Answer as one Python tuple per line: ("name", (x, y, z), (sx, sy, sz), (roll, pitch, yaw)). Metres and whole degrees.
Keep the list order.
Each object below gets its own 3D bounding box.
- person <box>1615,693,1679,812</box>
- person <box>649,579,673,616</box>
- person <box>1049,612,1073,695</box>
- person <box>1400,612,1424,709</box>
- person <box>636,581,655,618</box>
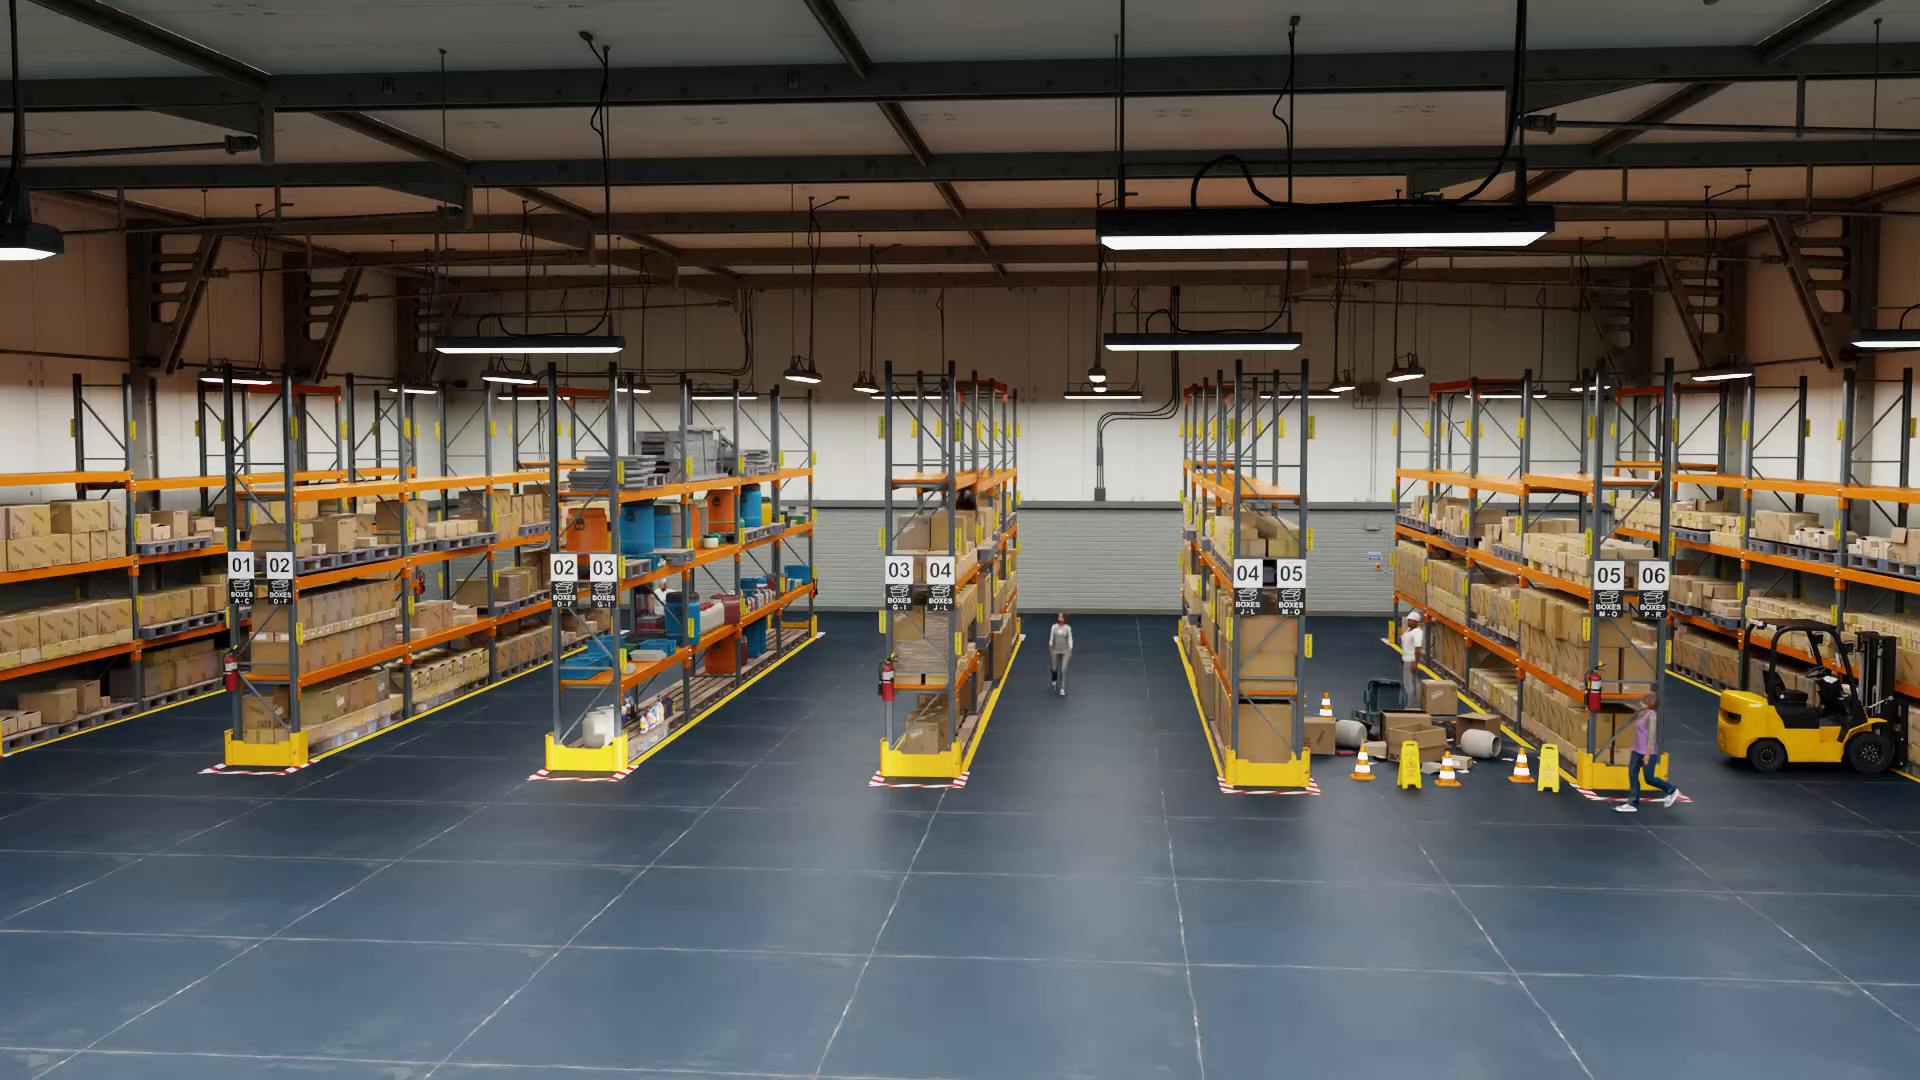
("person", (9.014, 2.780, 21.751), (0.762, 1.575, 0.407), (-1, 4, -15))
("person", (-6.738, 1.685, 37.568), (0.657, 1.620, 1.028), (0, 4, 5))
("person", (1.916, 2.141, 31.522), (0.439, 1.571, 0.516), (0, 4, 0))
("person", (8.062, 2.167, 29.768), (0.468, 1.764, 0.607), (2, 4, 22))
("person", (-7.951, 1.374, 41.913), (0.542, 1.711, 0.512), (-3, 5, -40))
